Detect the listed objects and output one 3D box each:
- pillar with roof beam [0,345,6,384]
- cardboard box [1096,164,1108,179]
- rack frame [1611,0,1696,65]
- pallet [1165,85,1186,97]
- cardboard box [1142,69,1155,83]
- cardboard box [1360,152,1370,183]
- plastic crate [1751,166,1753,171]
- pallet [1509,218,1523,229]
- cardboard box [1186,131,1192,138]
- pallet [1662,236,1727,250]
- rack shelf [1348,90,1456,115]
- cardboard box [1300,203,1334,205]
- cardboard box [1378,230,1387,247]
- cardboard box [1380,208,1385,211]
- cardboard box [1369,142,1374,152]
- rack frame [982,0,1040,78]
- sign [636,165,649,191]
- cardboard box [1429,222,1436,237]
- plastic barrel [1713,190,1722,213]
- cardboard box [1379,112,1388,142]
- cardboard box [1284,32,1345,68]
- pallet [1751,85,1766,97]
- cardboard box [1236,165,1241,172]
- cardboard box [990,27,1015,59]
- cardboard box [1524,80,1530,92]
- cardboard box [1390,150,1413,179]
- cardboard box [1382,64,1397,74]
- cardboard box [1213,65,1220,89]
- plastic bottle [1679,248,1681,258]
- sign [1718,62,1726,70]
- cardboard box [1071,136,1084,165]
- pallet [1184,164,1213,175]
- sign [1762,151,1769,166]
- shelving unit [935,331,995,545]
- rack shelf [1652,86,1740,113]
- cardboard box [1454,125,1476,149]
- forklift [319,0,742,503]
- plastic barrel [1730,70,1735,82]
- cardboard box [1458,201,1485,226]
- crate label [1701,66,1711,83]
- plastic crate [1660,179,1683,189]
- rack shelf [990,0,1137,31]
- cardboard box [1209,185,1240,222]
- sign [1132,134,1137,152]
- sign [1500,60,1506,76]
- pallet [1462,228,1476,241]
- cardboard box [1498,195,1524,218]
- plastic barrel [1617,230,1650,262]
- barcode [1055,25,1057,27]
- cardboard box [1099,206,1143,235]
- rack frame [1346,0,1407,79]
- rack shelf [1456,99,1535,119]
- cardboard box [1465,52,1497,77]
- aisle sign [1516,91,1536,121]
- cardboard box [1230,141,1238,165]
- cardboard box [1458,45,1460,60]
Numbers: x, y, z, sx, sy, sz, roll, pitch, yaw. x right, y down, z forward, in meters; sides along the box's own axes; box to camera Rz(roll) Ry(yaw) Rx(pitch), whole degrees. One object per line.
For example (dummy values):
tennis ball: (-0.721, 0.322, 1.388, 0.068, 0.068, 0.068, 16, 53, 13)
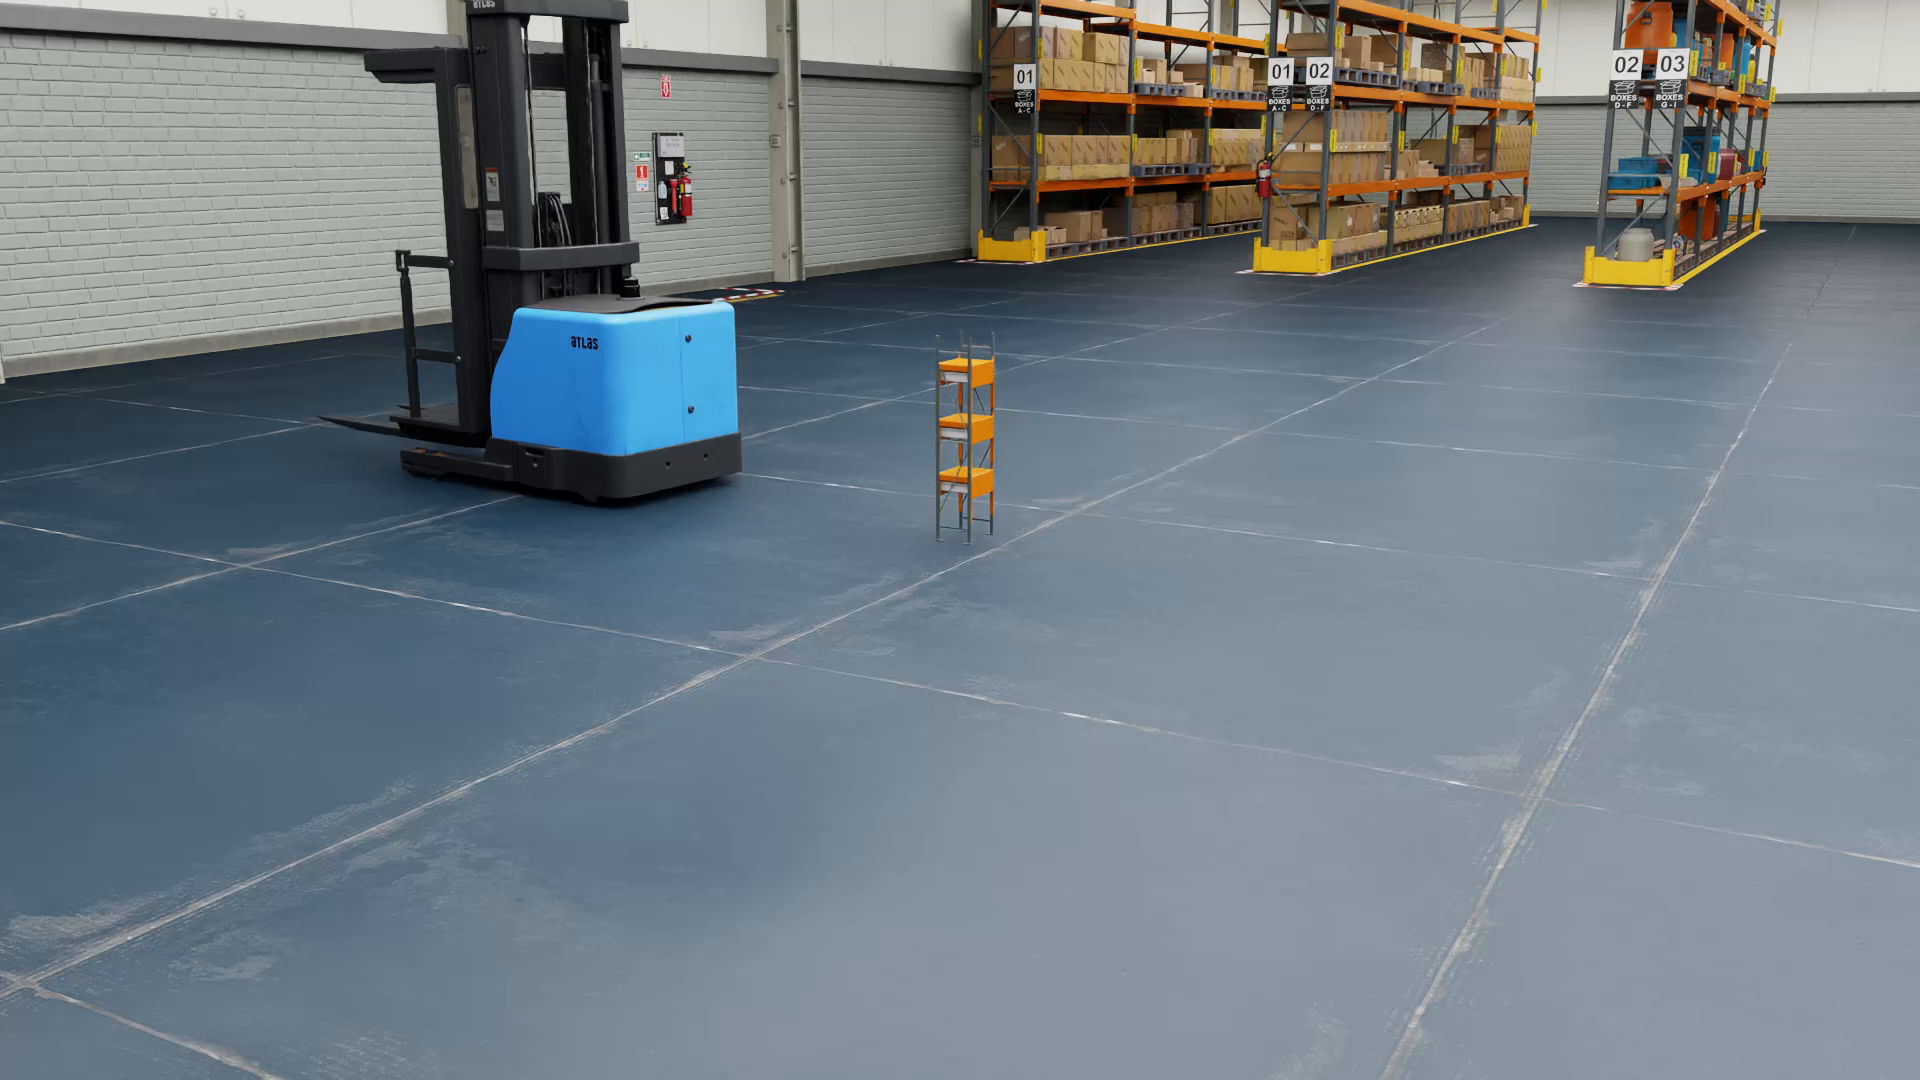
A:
pillar with roof beam: (-4.516, -5.191, 10.864, 9.100, 9.000, 0.400, 7, 15, 28)
cardboard box: (2.328, -6.633, 29.925, 0.500, 0.250, 0.500, 7, 15, 28)
rack frame: (9.508, -8.007, 22.547, 1.000, 3.000, 0.127, 7, 15, 28)
pallet: (3.660, -8.729, 32.340, 1.213, 0.211, 1.003, 7, 15, 28)
cardboard box: (3.401, -8.883, 31.872, 0.500, 0.311, 0.500, 8, 16, 30)
cardboard box: (6.403, -6.219, 27.716, 0.700, 0.500, 0.500, 8, 16, 29)
plastic crate: (17.007, -8.087, 36.111, 0.396, 0.136, 0.243, 7, 15, 28)
pallet: (12.487, -7.401, 38.781, 1.003, 0.211, 1.213, 7, 15, 28)
cardboard box: (4.562, -8.358, 34.267, 0.380, 0.149, 0.250, 5, 15, 21)
pallet: (13.720, -5.543, 31.076, 1.003, 0.211, 1.213, 7, 15, 28)
rack shelf: (8.074, -7.992, 30.420, 1.077, 0.370, 4.000, 7, 15, 28)
cardboard box: (5.886, -5.338, 27.646, 0.500, 0.500, 0.500, 7, 15, 28)
cardboard box: (7.075, -5.221, 28.761, 0.500, 0.250, 0.500, 7, 15, 28)
cardboard box: (7.542, -5.939, 30.541, 0.500, 0.311, 0.500, 7, 15, 28)
cardboard box: (6.670, -6.549, 27.701, 0.380, 0.149, 0.250, 7, 15, 28)
rack frame: (0.836, -9.130, 27.203, 1.000, 3.000, 0.127, 7, 15, 28)
sign: (-4.069, -4.637, 21.291, 0.001, 0.329, 0.234, 7, 15, 28)
cardboard box: (8.754, -5.920, 31.660, 0.500, 0.250, 0.500, 7, 15, 27)
plastic barrel: (14.689, -6.482, 32.602, 0.600, 0.901, 0.708, 7, 15, 28)
cardboard box: (6.898, -7.061, 28.441, 0.700, 0.500, 0.500, 7, 15, 28)
cardboard box: (5.455, -7.551, 25.639, 0.797, 0.503, 0.637, 9, 16, 32)
pallet: (15.016, -8.747, 32.420, 1.213, 0.211, 1.003, 7, 15, 28)
cardboard box: (5.930, -8.153, 36.444, 0.380, 0.149, 0.250, 8, 16, 30)
cardboard box: (0.815, -8.334, 27.913, 0.500, 0.500, 0.500, 8, 16, 31)
cardboard box: (12.642, -10.327, 37.822, 0.500, 0.250, 0.500, 7, 15, 28)
cardboard box: (7.990, -6.889, 30.494, 0.500, 0.500, 0.500, 7, 15, 28)
cardboard box: (7.414, -8.188, 29.122, 0.500, 0.250, 0.500, 9, 16, 34)
cardboard box: (5.097, -9.796, 35.215, 0.700, 0.500, 0.500, 6, 15, 25)
plastic bottle: (11.019, -4.434, 25.559, 0.097, 0.201, 0.097, 0, 14, 0)
sign: (11.918, -7.310, 26.034, 0.100, 0.325, 0.005, 7, 15, 28)
cardboard box: (1.832, -6.784, 28.951, 0.500, 0.500, 0.500, 7, 15, 26)
pallet: (4.452, -7.603, 34.080, 1.213, 0.211, 1.003, 7, 15, 28)
sign: (17.732, -8.394, 36.603, 0.100, 0.325, 0.005, 7, 15, 28)
shelving unit: (0.026, -0.521, 8.456, 0.215, 1.050, 0.252, 7, 15, 28)
rack shelf: (12.409, -7.430, 28.089, 1.077, 0.370, 4.000, 7, 15, 28)
cardboard box: (10.993, -8.783, 36.217, 0.500, 0.500, 0.500, 7, 15, 28)
forklift: (-2.800, -1.879, 10.075, 3.031, 2.935, 1.130, 9, 16, 34)
plastic barrel: (14.089, -8.510, 30.470, 0.294, 0.245, 0.294, 0, 14, 0)
cardboard box: (10.741, -6.879, 35.064, 0.500, 0.500, 0.500, 7, 15, 28)
crate label: (10.702, -6.823, 24.354, 0.502, 0.251, 0.408, 7, 15, 28)
plastic crate: (10.222, -5.110, 23.892, 0.298, 0.136, 0.250, 7, 15, 28)
rack shelf: (1.802, -9.189, 28.990, 1.077, 0.370, 4.000, 7, 15, 28)
cardboard box: (5.602, -7.329, 36.224, 0.750, 0.750, 0.750, 7, 15, 28)
sign: (3.248, -7.395, 30.960, 0.100, 0.325, 0.005, 7, 15, 28)
sign: (11.462, -9.954, 35.078, 0.100, 0.325, 0.005, 7, 15, 28)
pallet: (10.026, -6.337, 34.368, 1.003, 0.211, 1.213, 7, 15, 28)
cardboard box: (12.861, -7.795, 38.861, 0.500, 0.500, 0.500, 7, 15, 28)
plastic barrel: (9.759, -4.229, 24.089, 0.421, 0.512, 0.421, 0, 14, 0)
barcode: (1.721, -9.179, 29.755, 0.001, 0.075, 0.075, 7, 15, 28)
cardboard box: (3.110, -6.186, 32.186, 0.700, 0.500, 0.500, 8, 16, 30)
rack frame: (7.107, -9.390, 28.282, 1.000, 3.000, 0.127, 7, 15, 28)
rack shelf: (11.942, -9.634, 37.228, 1.077, 0.370, 4.000, 7, 15, 28)
cardboard box: (11.176, -10.212, 35.745, 0.700, 0.500, 0.500, 7, 15, 28)
aisle sign: (13.210, -10.179, 38.807, 0.394, 0.787, 0.004, 7, 15, 28)
cardboard box: (5.664, -8.336, 35.822, 0.500, 0.500, 0.500, 7, 15, 28)
cardboard box: (9.504, -9.481, 32.711, 0.500, 0.500, 0.500, 7, 15, 28)
